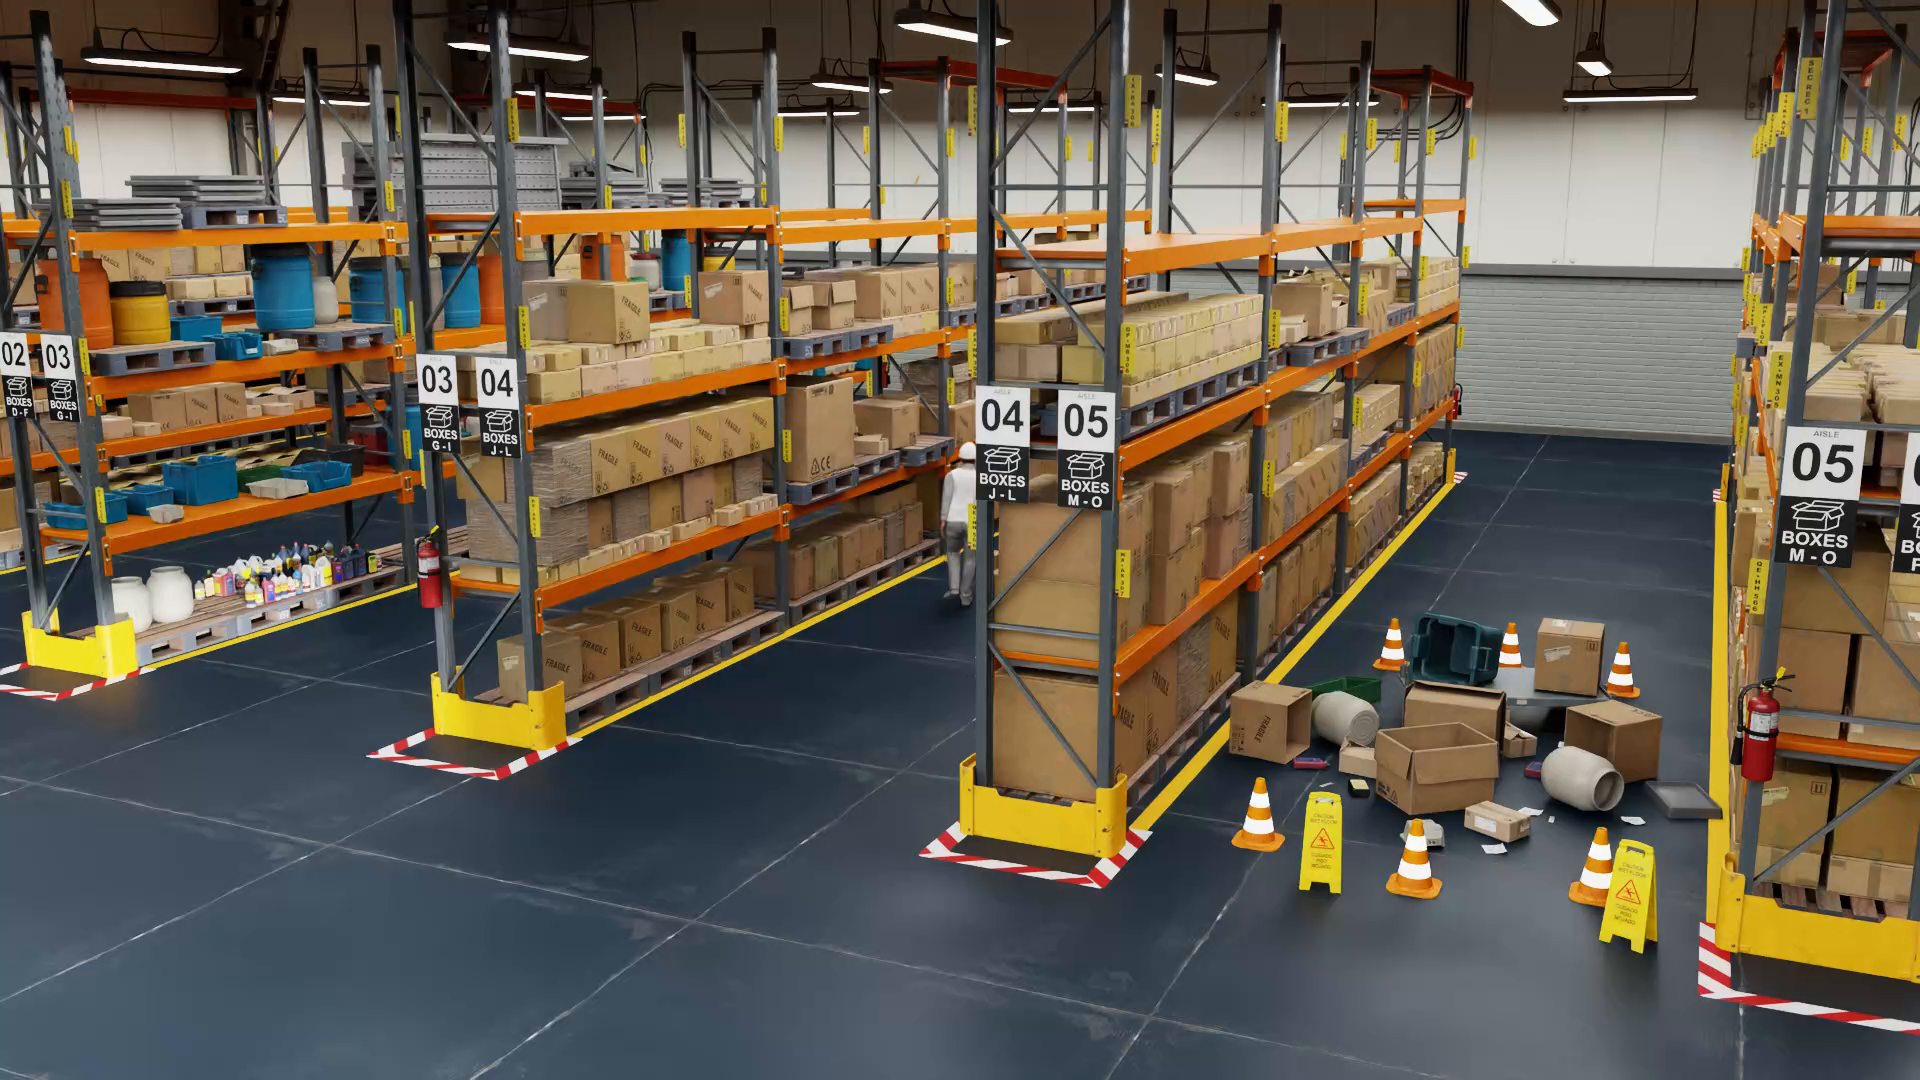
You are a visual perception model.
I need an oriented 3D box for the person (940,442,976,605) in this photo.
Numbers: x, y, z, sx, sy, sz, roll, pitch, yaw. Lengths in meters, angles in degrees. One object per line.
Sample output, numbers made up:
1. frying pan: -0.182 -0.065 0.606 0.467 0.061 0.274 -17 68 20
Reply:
1. person: 0.072 -0.175 18.195 0.563 1.781 0.549 1 12 3
